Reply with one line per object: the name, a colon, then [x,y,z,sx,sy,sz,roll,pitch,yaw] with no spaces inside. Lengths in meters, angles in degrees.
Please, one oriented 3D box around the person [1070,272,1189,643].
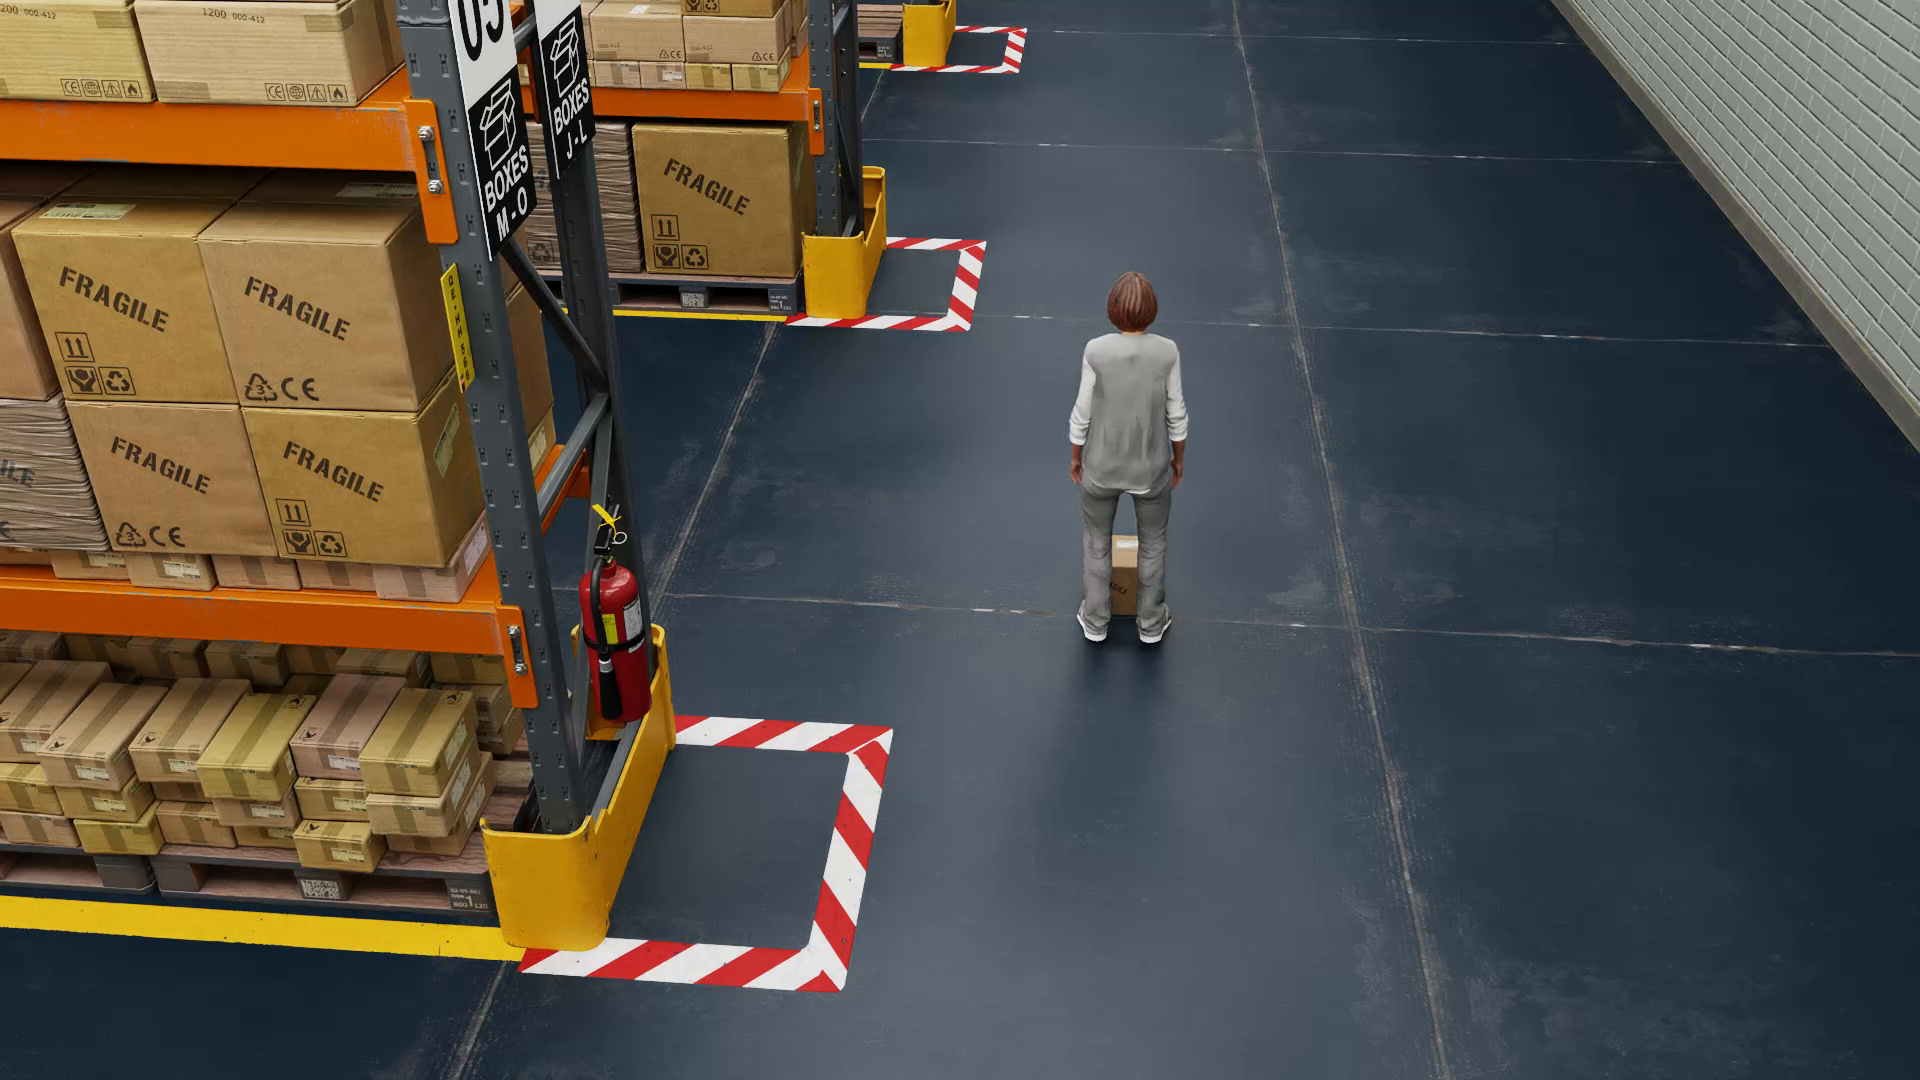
person: [0.660,-0.287,6.599,0.461,1.593,0.343,3,33,4]
